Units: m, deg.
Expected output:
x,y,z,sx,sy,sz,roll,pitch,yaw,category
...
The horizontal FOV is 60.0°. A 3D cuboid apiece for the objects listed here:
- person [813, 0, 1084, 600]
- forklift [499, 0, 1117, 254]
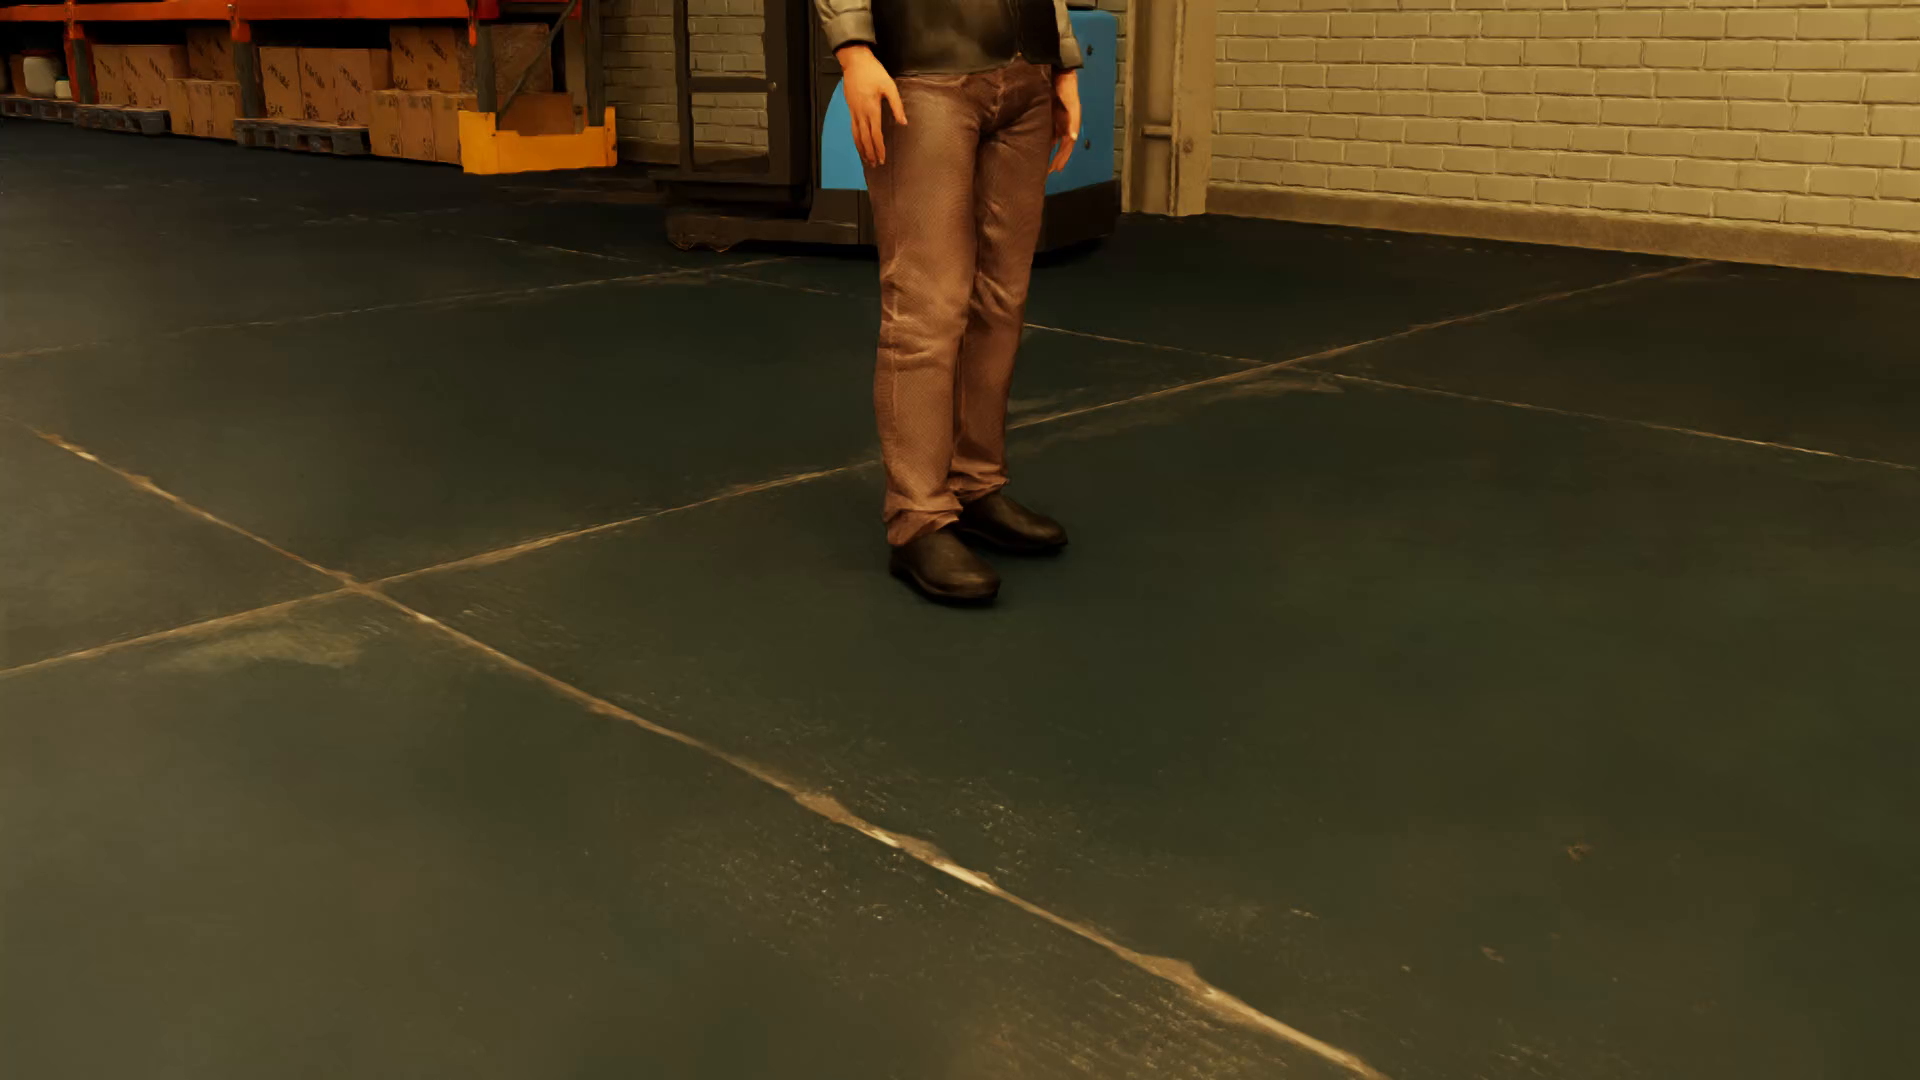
x,y,z,sx,sy,sz,roll,pitch,yaw,category
0.039,-0.815,3.092,0.567,1.720,0.632,16,23,42,person
-0.821,-2.875,7.746,3.031,2.935,1.130,8,19,23,forklift
